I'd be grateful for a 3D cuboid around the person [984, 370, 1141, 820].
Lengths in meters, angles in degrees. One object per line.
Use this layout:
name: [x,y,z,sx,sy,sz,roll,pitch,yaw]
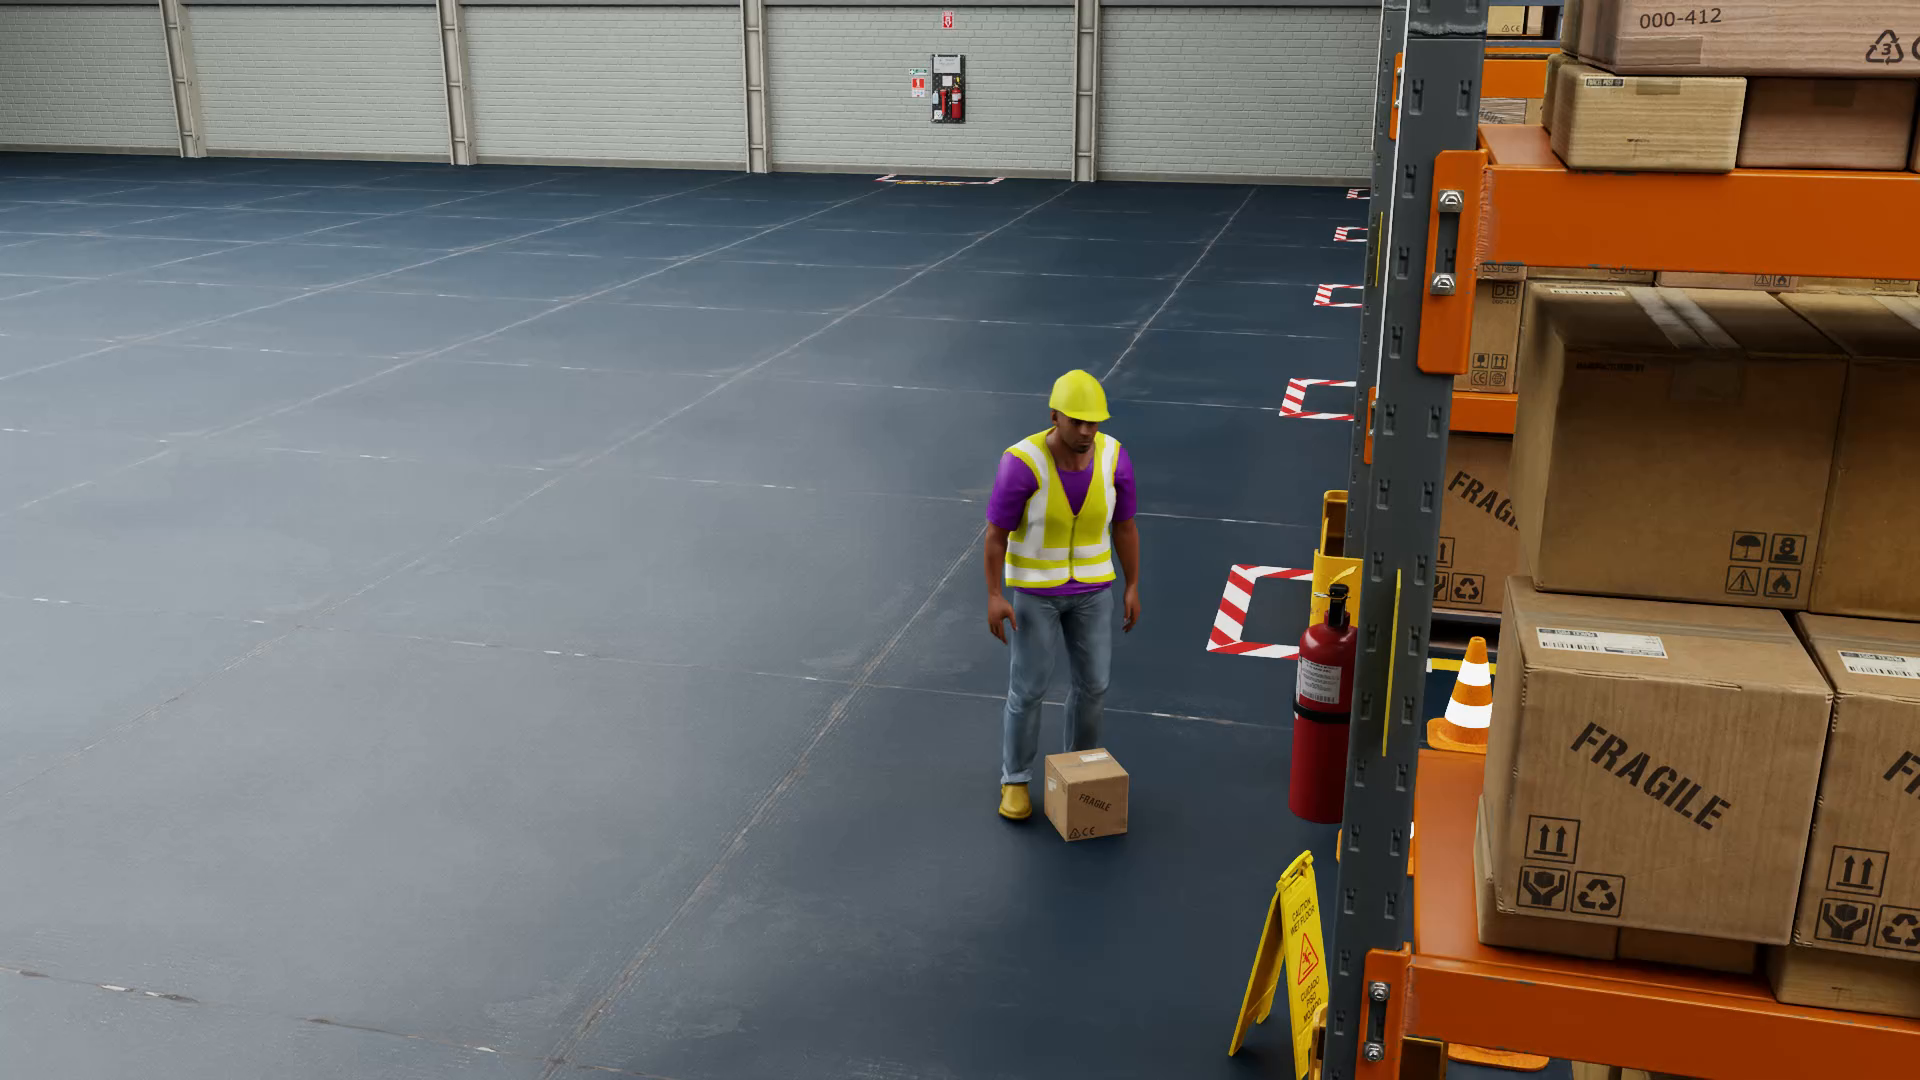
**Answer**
person: [0.400,0.201,6.412,0.627,1.761,0.456,-5,19,-15]
